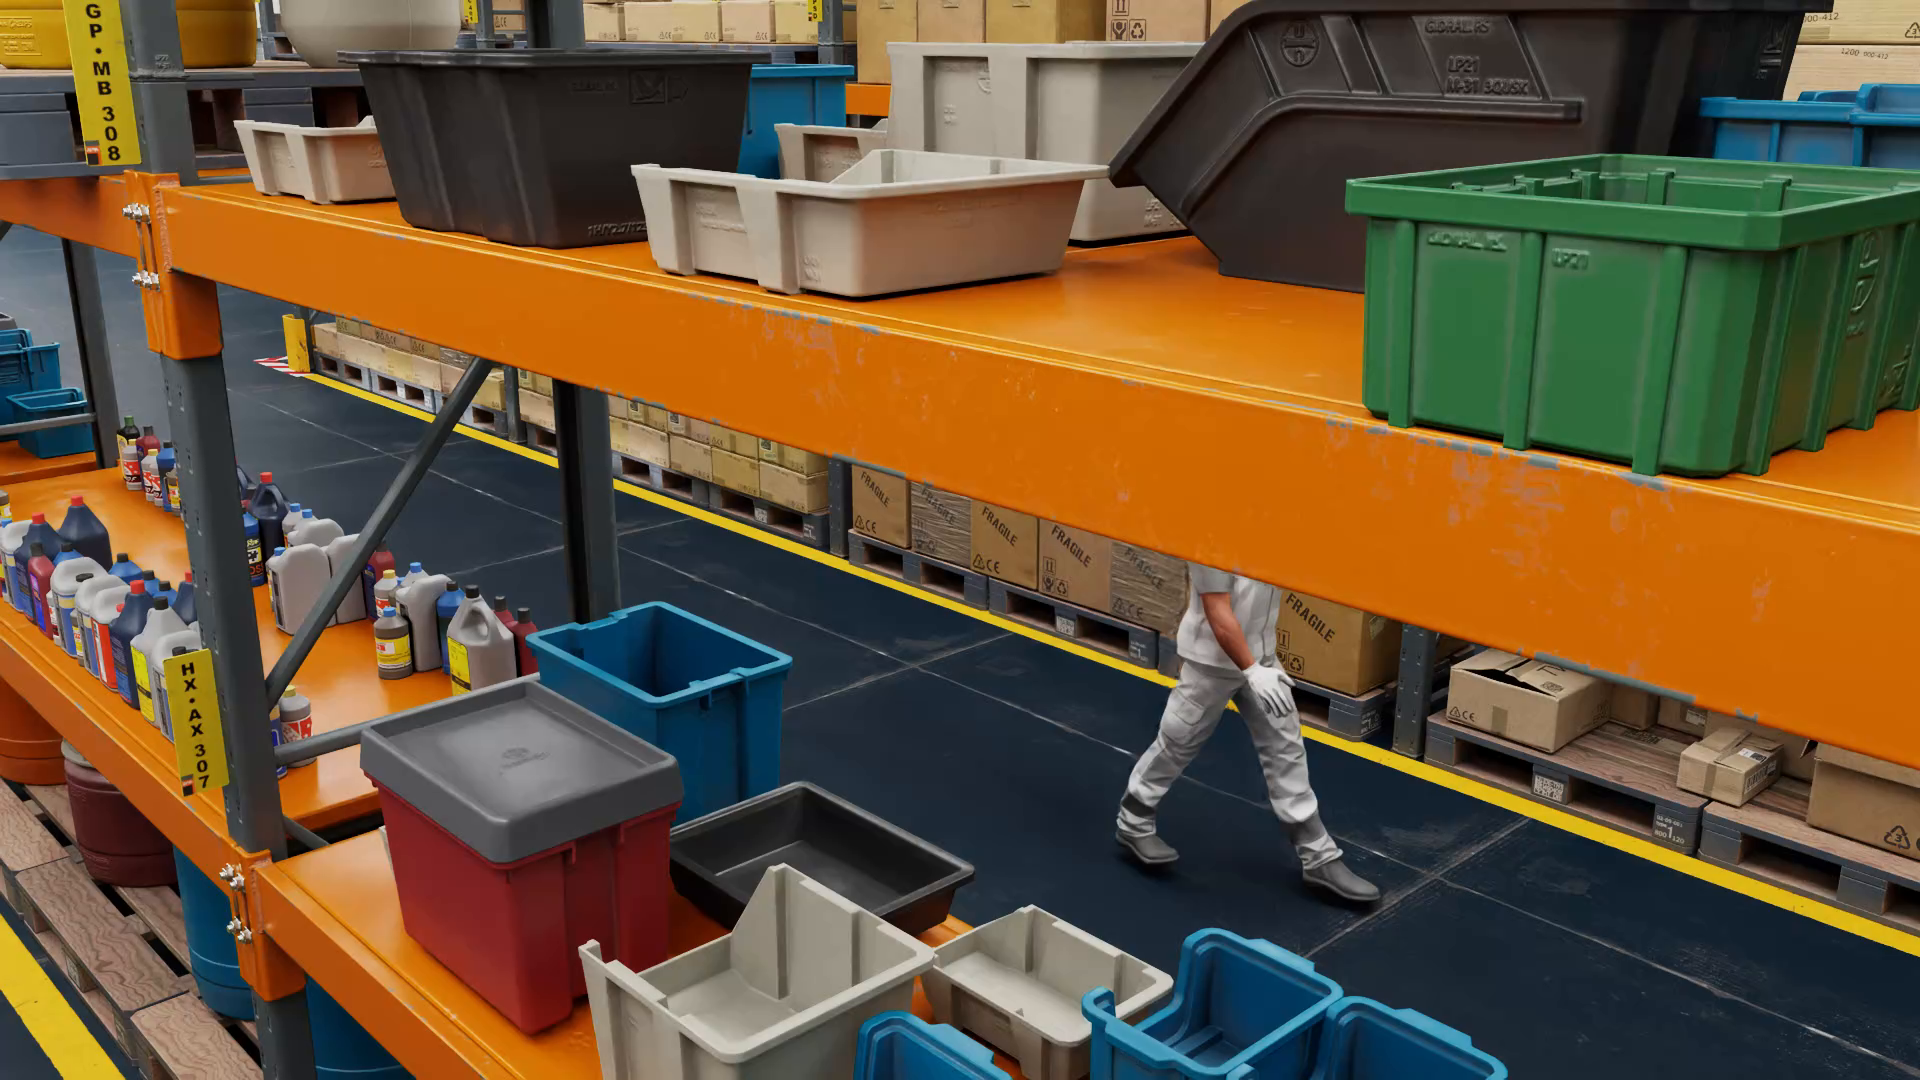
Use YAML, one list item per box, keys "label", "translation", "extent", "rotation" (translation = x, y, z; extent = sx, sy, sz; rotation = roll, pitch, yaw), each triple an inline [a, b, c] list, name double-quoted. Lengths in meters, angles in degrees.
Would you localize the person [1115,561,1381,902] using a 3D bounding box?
- label: "person"
  translation: [1.054, 0.436, 6.017]
  extent: [1.010, 1.733, 0.522]
  rotation: [13, 21, 36]
